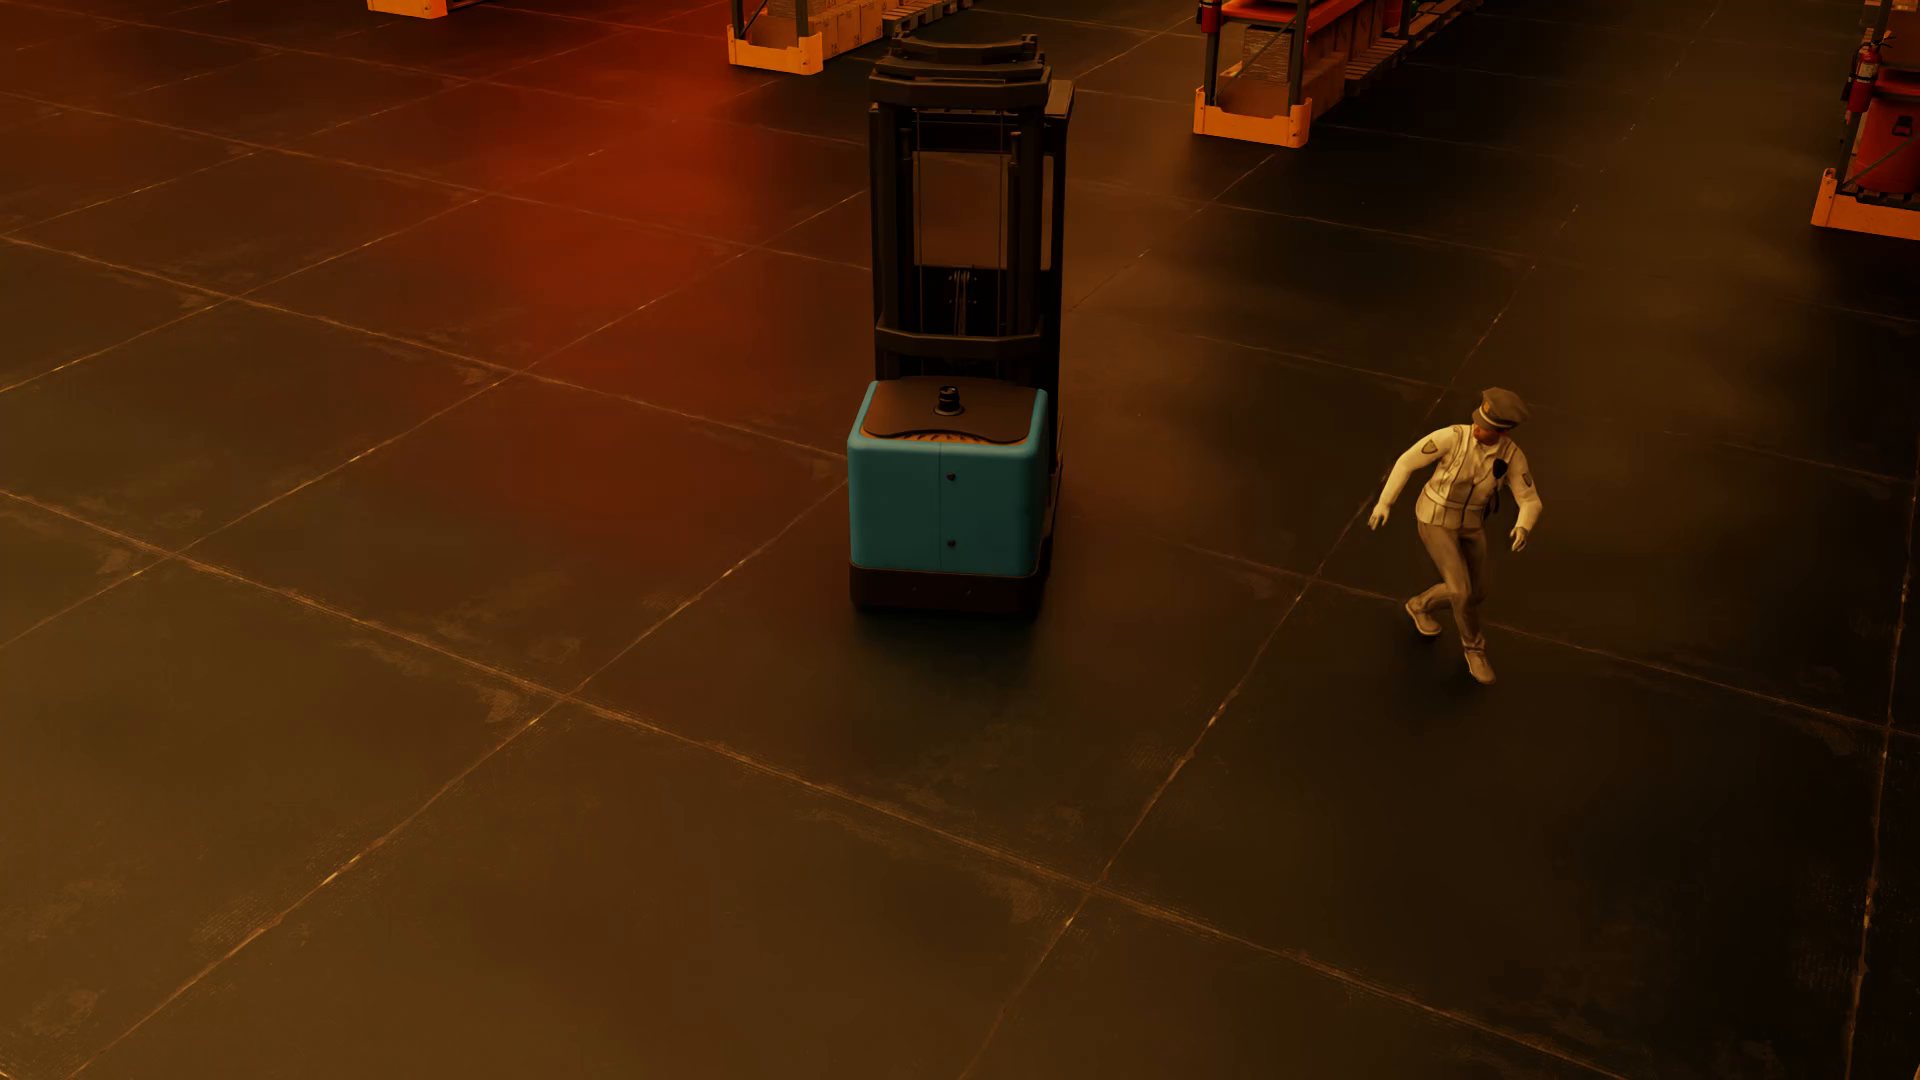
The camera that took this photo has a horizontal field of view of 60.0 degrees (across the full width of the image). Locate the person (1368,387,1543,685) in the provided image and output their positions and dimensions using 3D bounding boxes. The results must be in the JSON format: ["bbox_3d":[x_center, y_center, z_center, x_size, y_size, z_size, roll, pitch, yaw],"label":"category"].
[{"bbox_3d":[2.546,-0.029,8.532,0.773,1.562,0.780,-6,31,-11],"label":"person"}]

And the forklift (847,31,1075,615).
[{"bbox_3d":[0.072,-1.572,9.794,1.130,2.935,3.031,3,30,6],"label":"forklift"}]
